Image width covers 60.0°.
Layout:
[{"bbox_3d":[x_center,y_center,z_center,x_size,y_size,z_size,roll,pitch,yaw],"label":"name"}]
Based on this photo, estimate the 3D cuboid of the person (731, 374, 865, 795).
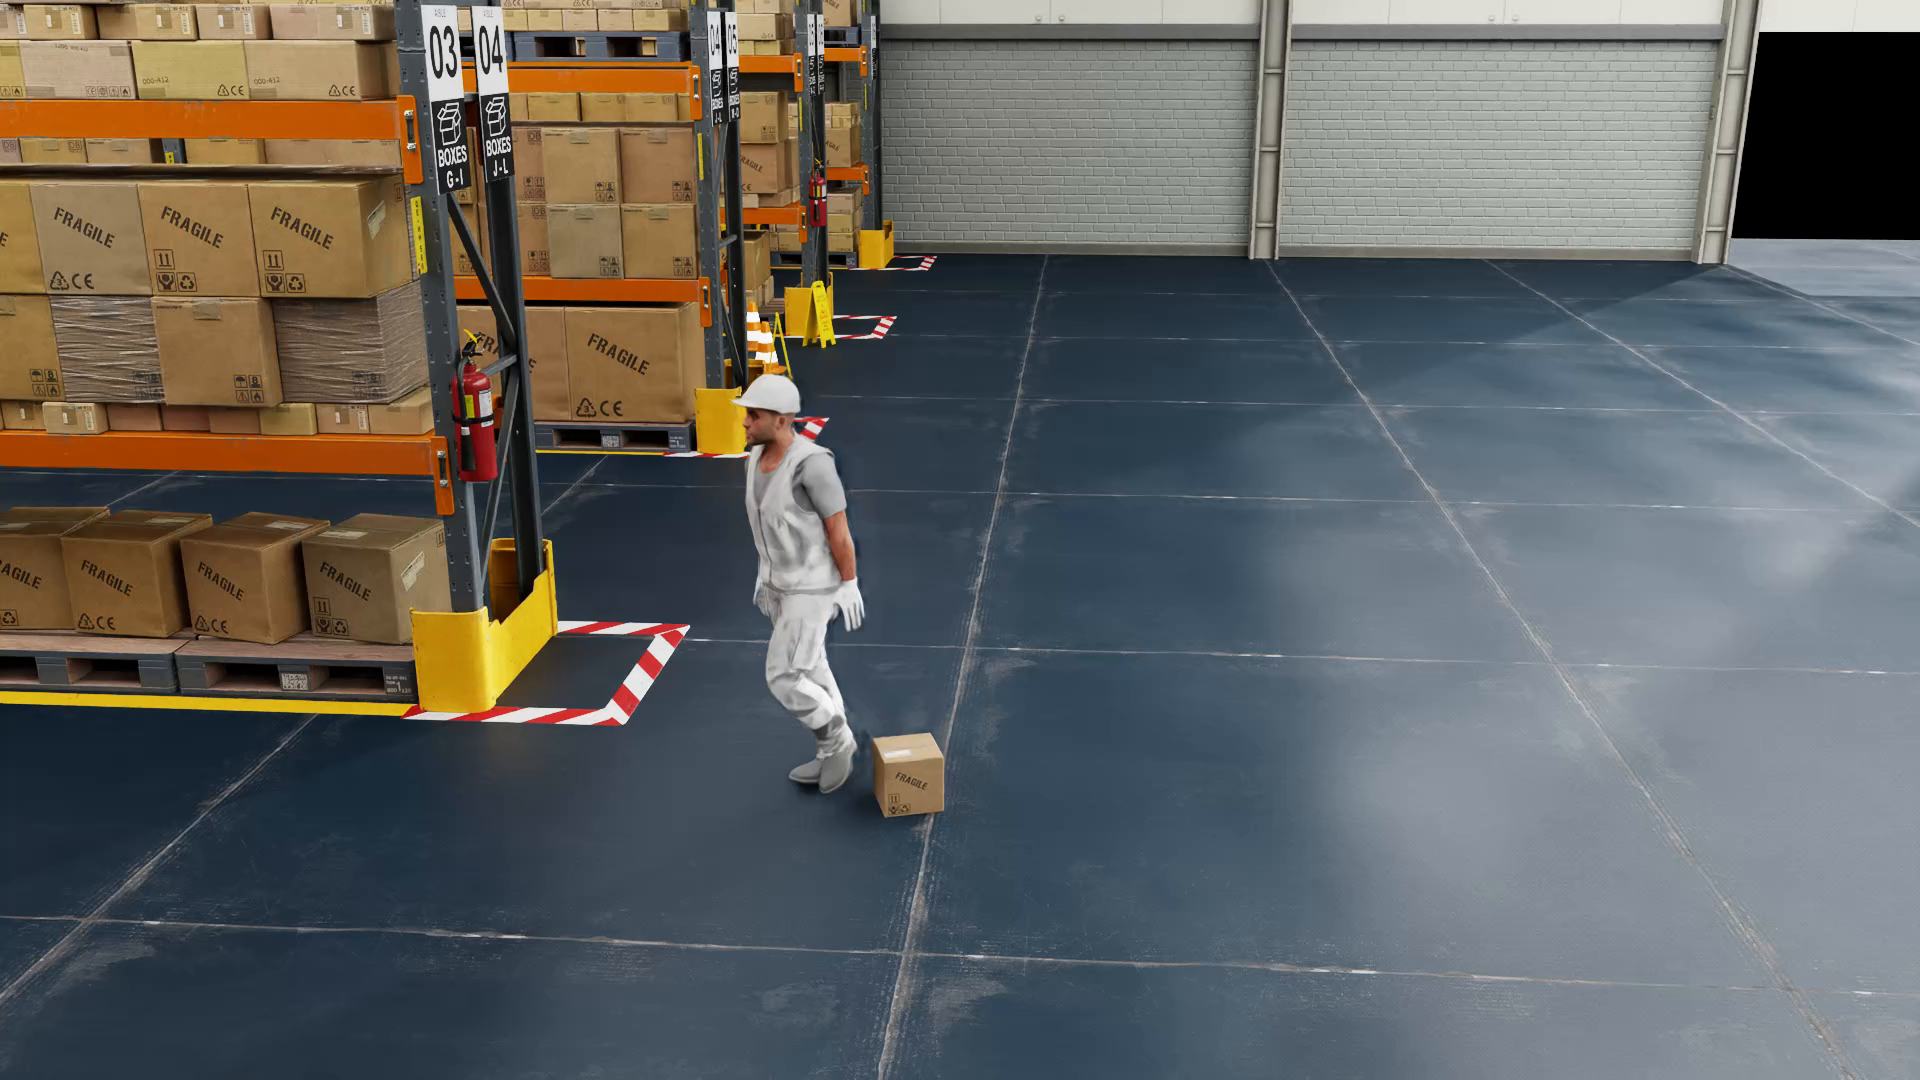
[{"bbox_3d":[-0.665,0.189,6.843,0.483,1.770,0.580,-12,21,-34],"label":"person"}]
